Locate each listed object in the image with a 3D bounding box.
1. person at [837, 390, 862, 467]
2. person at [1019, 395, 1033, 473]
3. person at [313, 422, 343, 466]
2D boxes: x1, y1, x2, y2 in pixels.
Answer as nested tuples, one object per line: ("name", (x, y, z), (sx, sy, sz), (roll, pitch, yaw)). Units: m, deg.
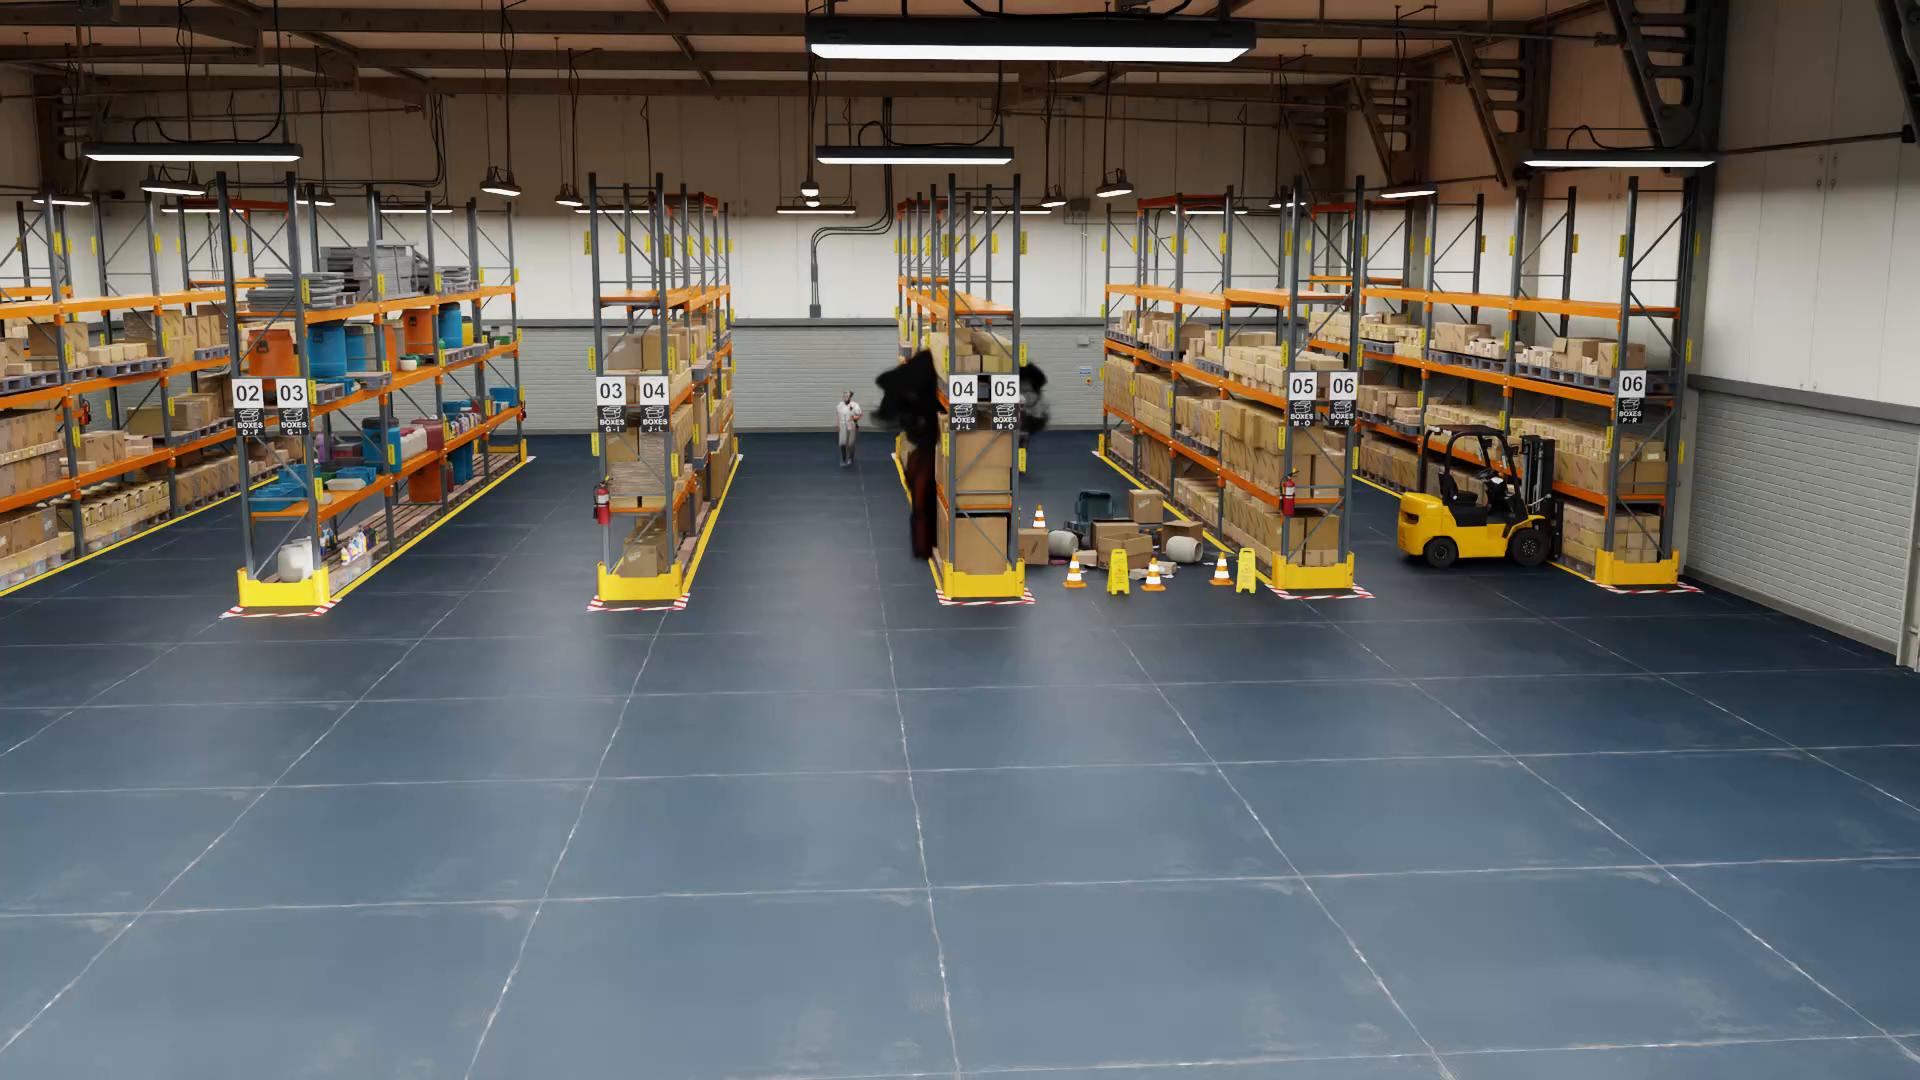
("person", (-2.567, -2.544, 38.099), (0.633, 1.794, 0.687), (1, 10, 8))
("person", (1.318, -2.389, 37.169), (0.633, 1.730, 0.719), (-2, 10, -10))
("person", (-12.449, -1.513, 32.731), (0.546, 1.606, 0.804), (0, 10, -1))
